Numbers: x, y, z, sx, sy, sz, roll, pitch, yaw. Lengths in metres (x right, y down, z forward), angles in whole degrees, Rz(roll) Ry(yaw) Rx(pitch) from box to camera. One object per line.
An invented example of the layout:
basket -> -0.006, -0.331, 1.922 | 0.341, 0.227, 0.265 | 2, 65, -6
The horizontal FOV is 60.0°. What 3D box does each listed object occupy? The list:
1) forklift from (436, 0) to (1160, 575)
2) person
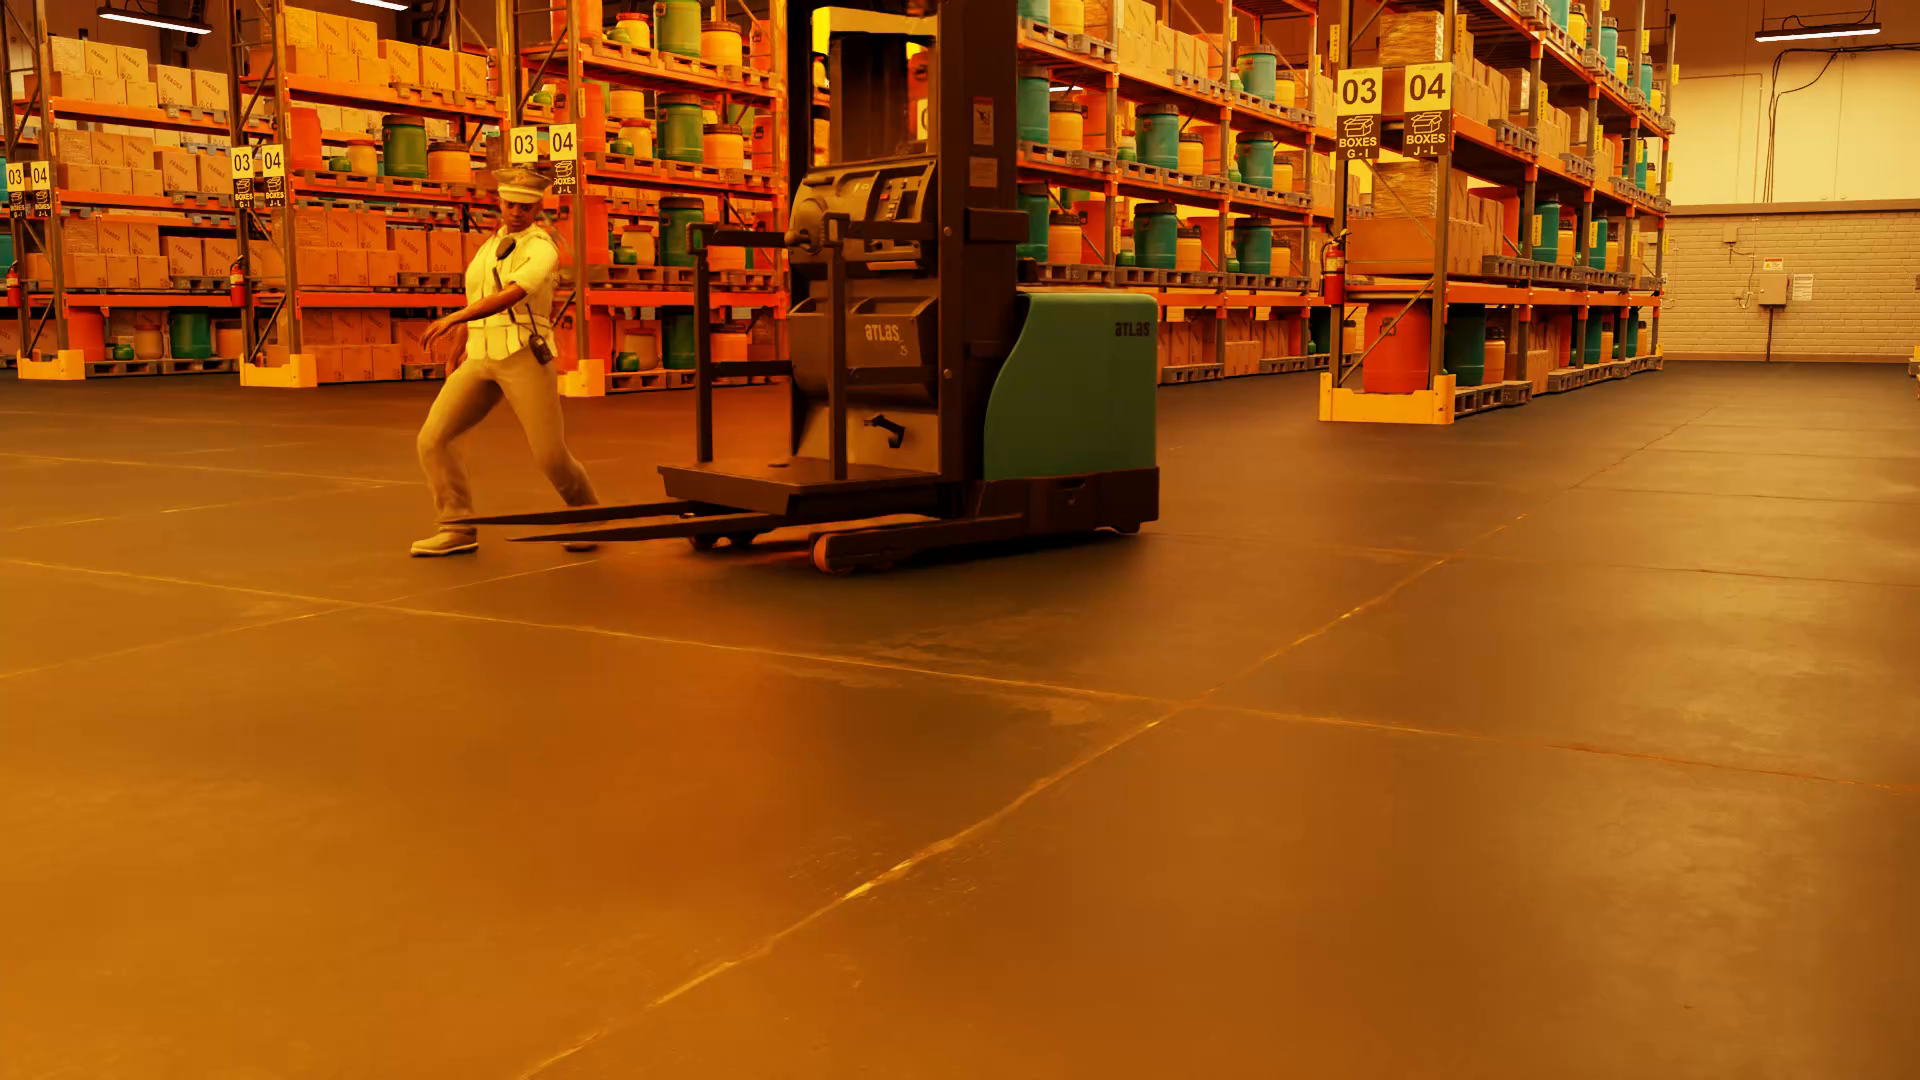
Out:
forklift -> -0.570, -1.398, 6.721 | 3.031, 2.935, 1.130 | -6, 10, -39
person -> -1.928, -0.726, 6.844 | 0.663, 1.567, 0.782 | 4, 9, 30
